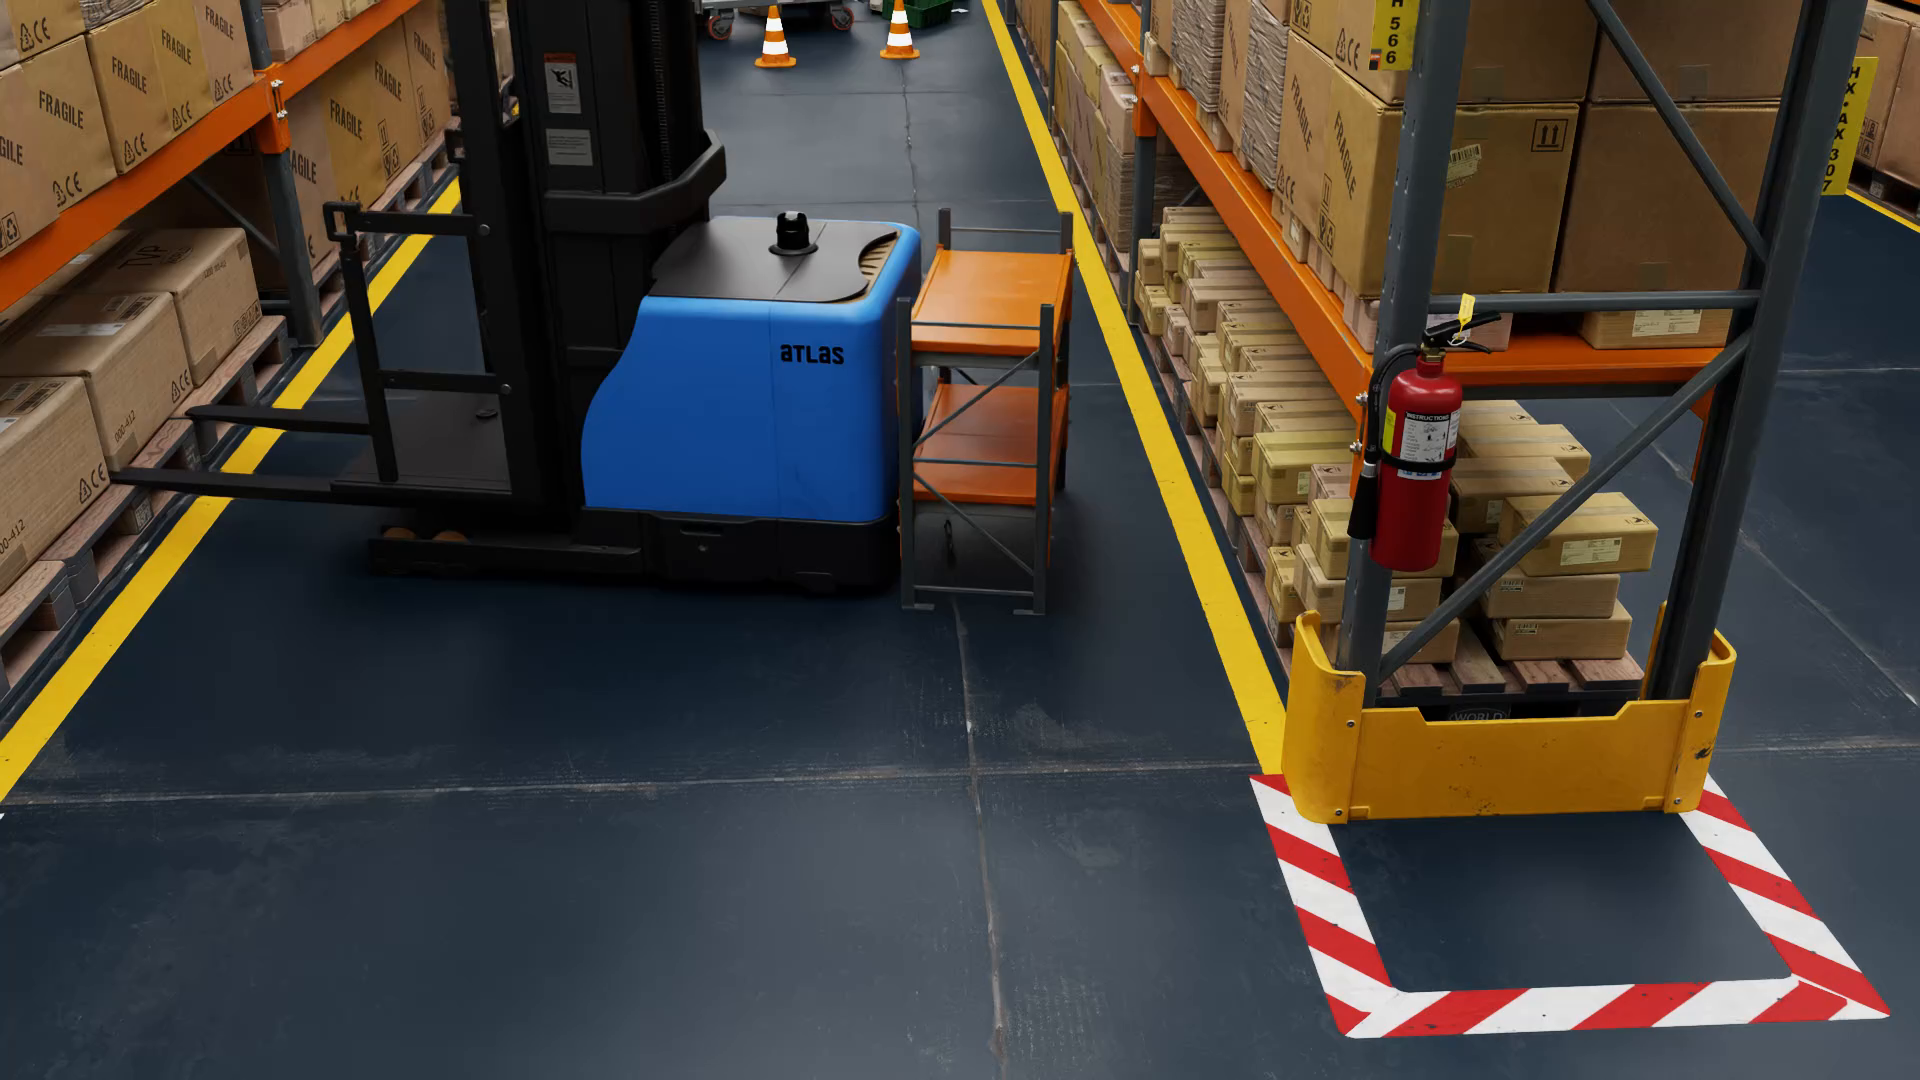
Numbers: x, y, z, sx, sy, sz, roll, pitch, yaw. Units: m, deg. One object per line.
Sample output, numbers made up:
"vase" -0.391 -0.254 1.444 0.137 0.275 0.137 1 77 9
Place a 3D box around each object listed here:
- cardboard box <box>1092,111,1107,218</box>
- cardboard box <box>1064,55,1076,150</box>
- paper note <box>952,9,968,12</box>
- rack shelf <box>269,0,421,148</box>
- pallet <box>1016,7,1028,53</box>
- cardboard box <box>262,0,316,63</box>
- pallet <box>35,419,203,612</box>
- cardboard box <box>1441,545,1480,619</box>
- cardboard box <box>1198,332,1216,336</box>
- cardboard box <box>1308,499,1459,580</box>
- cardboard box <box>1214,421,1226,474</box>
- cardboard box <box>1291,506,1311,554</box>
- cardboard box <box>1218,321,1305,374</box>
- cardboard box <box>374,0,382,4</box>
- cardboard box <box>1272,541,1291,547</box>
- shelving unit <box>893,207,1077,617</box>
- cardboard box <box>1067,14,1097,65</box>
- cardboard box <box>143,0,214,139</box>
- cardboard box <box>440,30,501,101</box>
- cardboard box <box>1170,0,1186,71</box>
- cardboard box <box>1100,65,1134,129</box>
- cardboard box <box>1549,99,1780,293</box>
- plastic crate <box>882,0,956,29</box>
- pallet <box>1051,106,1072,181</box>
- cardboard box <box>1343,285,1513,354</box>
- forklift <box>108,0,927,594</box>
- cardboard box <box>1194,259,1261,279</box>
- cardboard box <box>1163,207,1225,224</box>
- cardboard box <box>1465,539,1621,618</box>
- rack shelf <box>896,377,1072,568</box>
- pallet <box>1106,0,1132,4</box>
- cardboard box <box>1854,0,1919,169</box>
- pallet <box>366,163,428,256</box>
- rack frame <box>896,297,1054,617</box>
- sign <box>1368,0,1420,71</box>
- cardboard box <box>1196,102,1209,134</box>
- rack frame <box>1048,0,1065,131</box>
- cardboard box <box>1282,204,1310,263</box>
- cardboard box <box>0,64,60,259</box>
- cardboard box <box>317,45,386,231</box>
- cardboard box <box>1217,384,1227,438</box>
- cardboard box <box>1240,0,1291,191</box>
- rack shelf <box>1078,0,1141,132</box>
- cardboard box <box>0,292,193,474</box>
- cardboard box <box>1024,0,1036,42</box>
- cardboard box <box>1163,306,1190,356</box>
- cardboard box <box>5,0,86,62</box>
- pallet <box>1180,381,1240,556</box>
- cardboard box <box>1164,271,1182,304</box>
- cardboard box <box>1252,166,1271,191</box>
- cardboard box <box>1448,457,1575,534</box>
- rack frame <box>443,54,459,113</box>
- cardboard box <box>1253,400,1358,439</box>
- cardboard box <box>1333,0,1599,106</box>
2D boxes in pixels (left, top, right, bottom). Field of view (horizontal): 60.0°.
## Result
"cardboard box" 1.024 -2.080 9.244 0.500 0.500 0.500 -2 28 -4
"cardboard box" 0.944 -2.790 10.604 0.500 0.500 0.500 -1 28 -2
"paper note" -0.016 -5.097 15.988 0.147 0.020 0.142 -23 35 -37
"rack shelf" -3.702 -2.868 9.283 1.077 0.370 4.000 -1 28 -3
"pallet" 1.039 -4.533 14.713 1.003 0.211 1.213 -1 28 -3
"cardboard box" -3.357 -2.407 7.783 0.500 0.250 0.500 -2 28 -4
"pallet" -3.569 -0.109 6.231 1.003 0.211 1.213 -1 28 -3
"cardboard box" 1.747 0.127 5.392 0.380 0.149 0.250 -1 28 -3
"cardboard box" 1.194 -0.830 6.905 0.380 0.149 0.250 0 28 0
"cardboard box" 1.269 -0.007 5.005 0.380 0.149 0.250 -1 28 -2
"cardboard box" 1.176 -0.340 6.286 0.380 0.149 0.250 -1 28 -2
"cardboard box" 1.277 0.005 5.304 0.380 0.149 0.250 -2 28 -4
"cardboard box" 1.208 -0.729 6.390 0.380 0.149 0.250 -1 28 -2
"cardboard box" -3.413 -3.114 9.138 0.500 0.250 0.500 -2 28 -3
"cardboard box" 1.272 0.017 5.603 0.380 0.149 0.250 -2 28 -3
"shelving unit" 0.109 -0.487 5.968 0.538 1.125 1.048 3 28 6
"cardboard box" 0.953 -3.129 10.443 0.500 0.250 0.500 -2 28 -3
"cardboard box" -3.285 -1.862 6.469 0.500 0.500 0.500 -2 28 -4
"cardboard box" -3.826 -3.393 11.899 0.950 0.372 0.625 -3 28 -6
"cardboard box" 1.148 -2.143 6.685 0.500 0.500 0.500 -1 28 -3
"cardboard box" 1.036 -2.416 9.076 0.500 0.250 0.500 0 28 0
"cardboard box" 1.802 -0.973 4.441 0.500 0.500 0.500 0 28 0
"plastic crate" -0.394 -4.952 15.479 0.450 0.188 0.662 22 34 18
"pallet" 1.171 -2.680 11.159 1.003 0.211 1.213 -1 28 -3
"cardboard box" 1.250 -0.615 4.457 0.380 0.149 0.250 -1 28 -3
"forklift" -1.688 -1.401 5.767 3.031 2.935 1.130 3 28 7
"cardboard box" 1.206 -1.087 7.077 0.380 0.149 0.250 -2 28 -4
"cardboard box" 1.152 -1.451 7.775 0.380 0.149 0.250 0 28 -1
"cardboard box" 1.779 0.115 5.092 0.380 0.149 0.250 0 28 0
"rack shelf" 0.109 -0.271 6.081 0.538 0.278 1.000 3 28 6
"pallet" 1.276 -3.279 9.500 1.003 0.211 1.213 -1 28 -3
"cardboard box" 6.145 -2.863 10.339 1.225 0.875 0.875 -1 28 -2
"pallet" -3.779 -1.946 9.754 1.003 0.211 1.213 -1 28 -3
"rack frame" 0.048 -0.254 5.521 0.500 1.125 0.032 3 28 6
"sign" 0.994 -1.232 3.774 0.100 0.325 0.005 -1 28 -3
"cardboard box" 1.139 -1.696 6.531 0.380 0.149 0.250 -1 28 -2
"rack frame" 1.132 -4.277 11.207 1.000 3.000 0.127 -1 28 -3
"cardboard box" 1.210 -0.963 5.125 0.380 0.149 0.250 -1 28 -1
"cardboard box" -3.189 -1.157 5.117 0.500 0.500 0.500 -2 28 -3
"cardboard box" -3.764 -2.209 9.085 0.875 0.875 0.875 -1 28 -1
"cardboard box" 1.173 -0.471 6.216 0.380 0.149 0.250 0 28 0
"cardboard box" 1.211 -1.432 5.322 0.500 0.500 0.500 -1 28 -2
"rack shelf" 1.236 -3.034 9.602 1.077 0.370 4.000 -1 28 -3
"cardboard box" -3.624 -0.608 6.488 0.875 0.438 0.875 -2 28 -4
"cardboard box" 1.092 -4.583 13.772 1.050 0.750 0.750 -1 28 -3
"cardboard box" 1.118 -0.939 7.436 0.380 0.149 0.250 -2 28 -3
"cardboard box" -3.224 -1.839 5.342 0.500 0.500 0.500 -1 28 -2
"pallet" 1.478 -0.319 6.634 1.003 0.211 1.213 -1 28 -3
"cardboard box" 1.143 -1.194 7.602 0.380 0.149 0.250 -1 28 -2
"cardboard box" 1.241 -1.334 5.836 0.380 0.149 0.250 -1 28 -2
"cardboard box" 1.727 -0.143 5.266 0.380 0.149 0.250 -1 28 -2
"rack frame" -3.806 -4.111 10.888 1.000 3.000 0.127 -1 28 -3
"cardboard box" 1.223 -0.362 5.685 0.380 0.149 0.250 -2 28 -5
"cardboard box" 1.277 -1.407 4.194 0.500 0.500 0.500 -2 28 -4
